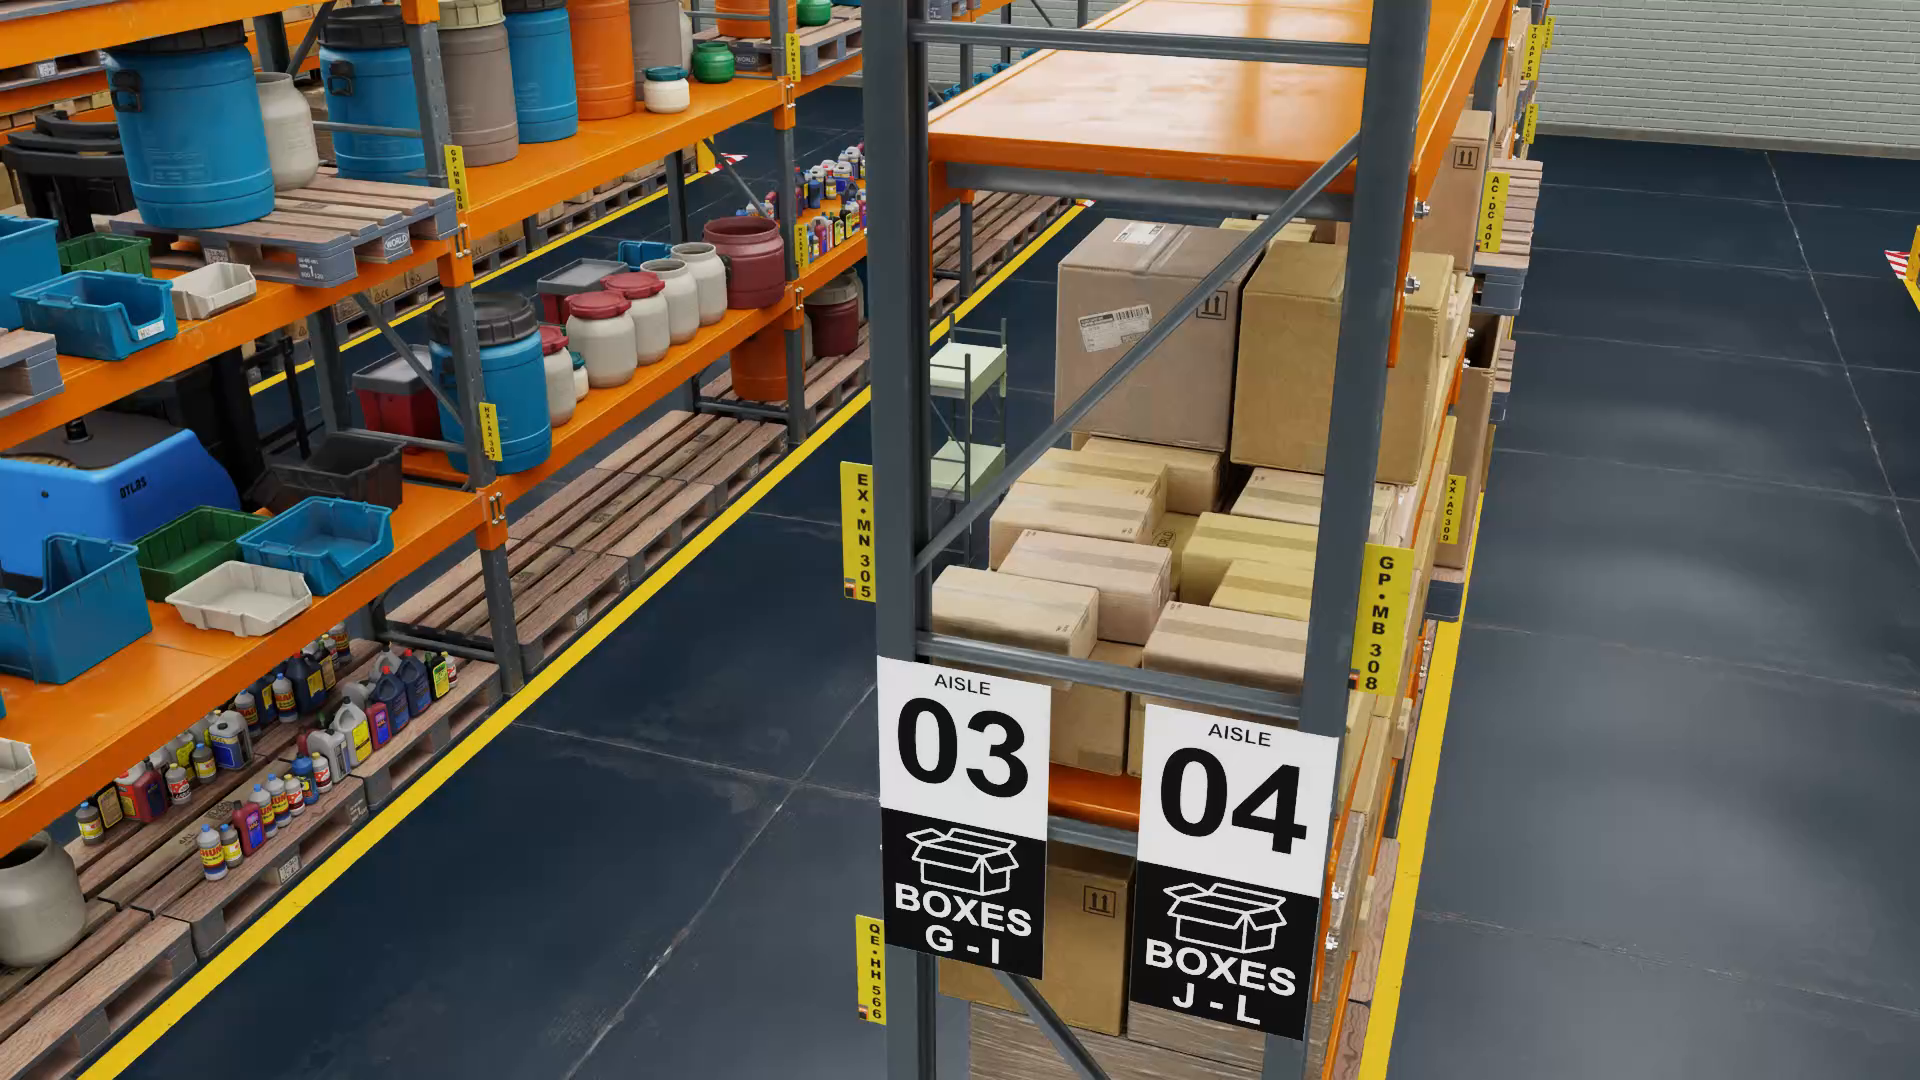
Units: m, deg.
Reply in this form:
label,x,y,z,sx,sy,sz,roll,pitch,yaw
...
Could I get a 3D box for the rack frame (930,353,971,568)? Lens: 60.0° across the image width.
label,x,y,z,sx,sy,sz,roll,pitch,yaw
rack frame,-0.124,-0.522,10.830,0.400,1.500,0.023,9,27,17

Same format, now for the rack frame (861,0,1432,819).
label,x,y,z,sx,sy,sz,roll,pitch,yaw
rack frame,0.309,-0.876,2.958,1.000,3.000,0.127,9,27,17

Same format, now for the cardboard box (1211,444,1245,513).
label,x,y,z,sx,sy,sz,roll,pitch,yaw
cardboard box,0.572,-0.109,4.986,0.500,0.250,0.500,9,27,19

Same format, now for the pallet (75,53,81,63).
label,x,y,z,sx,sy,sz,roll,pitch,yaw
pallet,-6.511,-3.875,12.810,1.213,0.211,1.003,10,28,20

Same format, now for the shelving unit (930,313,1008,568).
label,x,y,z,sx,sy,sz,roll,pitch,yaw
shelving unit,-0.002,-0.672,11.141,0.431,1.500,0.755,9,27,17

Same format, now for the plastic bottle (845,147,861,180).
label,x,y,z,sx,sy,sz,roll,pitch,yaw
plastic bottle,-1.003,-3.485,15.371,0.152,0.276,0.135,9,27,17

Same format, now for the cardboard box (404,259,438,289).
label,x,y,z,sx,sy,sz,roll,pitch,yaw
cardboard box,-5.439,-2.757,16.090,0.500,0.500,0.500,8,27,16

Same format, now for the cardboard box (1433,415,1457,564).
label,x,y,z,sx,sy,sz,roll,pitch,yaw
cardboard box,1.750,-0.224,6.891,0.500,0.500,0.500,9,27,17

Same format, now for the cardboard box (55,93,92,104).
label,x,y,z,sx,sy,sz,roll,pitch,yaw
cardboard box,-9.787,-5.013,17.907,0.500,0.500,0.500,9,27,18

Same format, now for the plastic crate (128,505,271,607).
label,x,y,z,sx,sy,sz,roll,pitch,yaw
plastic crate,-3.748,0.074,8.122,0.450,0.188,0.662,9,27,17

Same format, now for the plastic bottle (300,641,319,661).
label,x,y,z,sx,sy,sz,roll,pitch,yaw
plastic bottle,-3.632,0.694,9.219,0.152,0.276,0.135,10,27,19

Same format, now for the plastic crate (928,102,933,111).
label,x,y,z,sx,sy,sz,roll,pitch,yaw
plastic crate,-0.534,-4.087,16.422,0.392,0.384,0.575,9,27,17

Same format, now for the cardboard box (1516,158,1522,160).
label,x,y,z,sx,sy,sz,roll,pitch,yaw
cardboard box,4.404,-2.921,13.950,0.500,0.500,0.500,9,27,18

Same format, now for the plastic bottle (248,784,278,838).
label,x,y,z,sx,sy,sz,roll,pitch,yaw
plastic bottle,-3.350,1.295,7.984,0.097,0.271,0.097,0,26,0

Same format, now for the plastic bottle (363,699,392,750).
label,x,y,z,sx,sy,sz,roll,pitch,yaw
plastic bottle,-3.052,0.944,8.693,0.061,0.283,0.133,11,28,21

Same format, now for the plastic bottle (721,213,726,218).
label,x,y,z,sx,sy,sz,roll,pitch,yaw
plastic bottle,-1.890,-2.453,13.231,0.061,0.283,0.133,9,27,17

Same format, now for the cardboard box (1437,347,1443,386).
label,x,y,z,sx,sy,sz,roll,pitch,yaw
cardboard box,1.371,-0.564,5.470,0.380,0.149,0.250,10,28,20

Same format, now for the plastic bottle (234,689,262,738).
label,x,y,z,sx,sy,sz,roll,pitch,yaw
plastic bottle,-3.767,0.907,8.785,0.097,0.271,0.097,0,26,0

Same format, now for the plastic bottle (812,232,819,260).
label,x,y,z,sx,sy,sz,roll,pitch,yaw
plastic bottle,-1.154,-2.307,13.025,0.097,0.201,0.097,0,26,0

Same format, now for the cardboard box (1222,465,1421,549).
label,x,y,z,sx,sy,sz,roll,pitch,yaw
cardboard box,1.048,-0.035,4.834,0.500,0.250,0.500,9,27,17

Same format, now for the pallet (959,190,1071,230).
label,x,y,z,sx,sy,sz,roll,pitch,yaw
pallet,0.652,-3.881,19.248,1.003,0.211,1.213,9,27,17

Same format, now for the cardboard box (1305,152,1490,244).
label,x,y,z,sx,sy,sz,roll,pitch,yaw
cardboard box,1.890,-1.584,7.262,0.797,0.503,0.637,7,27,15

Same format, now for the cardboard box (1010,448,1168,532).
label,x,y,z,sx,sy,sz,roll,pitch,yaw
cardboard box,0.353,-0.123,4.557,0.380,0.149,0.250,9,27,18

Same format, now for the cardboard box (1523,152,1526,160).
label,x,y,z,sx,sy,sz,roll,pitch,yaw
cardboard box,5.145,-3.601,15.757,0.380,0.149,0.250,9,27,18

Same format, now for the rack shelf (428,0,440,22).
label,x,y,z,sx,sy,sz,roll,pitch,yaw
rack shelf,-2.365,-3.557,9.778,1.077,0.370,4.000,9,27,17

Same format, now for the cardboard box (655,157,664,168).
label,x,y,z,sx,sy,sz,roll,pitch,yaw
cardboard box,-3.875,-4.700,20.485,0.380,0.166,0.250,9,27,17

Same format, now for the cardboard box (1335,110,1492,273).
label,x,y,z,sx,sy,sz,roll,pitch,yaw
cardboard box,1.731,-1.352,6.352,0.500,0.500,0.500,8,27,16

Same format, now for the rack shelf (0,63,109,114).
label,x,y,z,sx,sy,sz,roll,pitch,yaw
rack shelf,-7.035,-3.106,11.831,1.077,0.370,4.000,9,27,17

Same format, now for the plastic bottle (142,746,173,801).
label,x,y,z,sx,sy,sz,roll,pitch,yaw
plastic bottle,-4.008,1.158,8.260,0.152,0.276,0.135,8,27,16

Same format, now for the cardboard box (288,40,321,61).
label,x,y,z,sx,sy,sz,roll,pitch,yaw
cardboard box,-8.771,-6.530,21.174,0.980,0.700,0.700,9,27,17

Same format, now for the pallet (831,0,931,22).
label,x,y,z,sx,sy,sz,roll,pitch,yaw
pallet,-0.912,-4.288,13.663,1.003,0.211,1.213,9,27,17

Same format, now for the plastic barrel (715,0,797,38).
label,x,y,z,sx,sy,sz,roll,pitch,yaw
plastic barrel,-1.508,-4.147,12.181,0.600,0.830,0.708,9,27,17

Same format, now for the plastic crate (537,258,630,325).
label,x,y,z,sx,sy,sz,roll,pitch,yaw
plastic crate,-2.526,-1.591,11.245,0.402,0.464,0.583,9,27,17

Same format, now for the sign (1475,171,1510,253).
label,x,y,z,sx,sy,sz,roll,pitch,yaw
sign,2.155,-1.327,6.738,0.100,0.325,0.005,9,27,17

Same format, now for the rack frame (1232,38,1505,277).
label,x,y,z,sx,sy,sz,roll,pitch,yaw
rack frame,1.640,-2.520,6.353,1.000,3.000,0.127,9,27,17

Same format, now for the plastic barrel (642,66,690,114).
label,x,y,z,sx,sy,sz,roll,pitch,yaw
plastic barrel,-1.902,-2.914,10.766,0.301,0.262,0.301,0,26,0

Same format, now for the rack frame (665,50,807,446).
label,x,y,z,sx,sy,sz,roll,pitch,yaw
rack frame,-1.699,-2.182,12.539,1.000,3.000,0.127,9,27,17

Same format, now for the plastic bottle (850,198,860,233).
label,x,y,z,sx,sy,sz,roll,pitch,yaw
plastic bottle,-0.879,-2.679,13.712,0.097,0.271,0.097,0,26,0

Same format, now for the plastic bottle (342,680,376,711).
label,x,y,z,sx,sy,sz,roll,pitch,yaw
plastic bottle,-3.185,0.864,8.868,0.152,0.276,0.135,9,27,17

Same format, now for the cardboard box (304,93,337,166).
label,x,y,z,sx,sy,sz,roll,pitch,yaw
cardboard box,-5.781,-3.759,15.199,0.700,0.500,0.500,14,29,27

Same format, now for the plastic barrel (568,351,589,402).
label,x,y,z,sx,sy,sz,roll,pitch,yaw
plastic barrel,-2.445,-0.998,10.251,0.301,0.262,0.301,0,26,0

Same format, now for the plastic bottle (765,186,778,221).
label,x,y,z,sx,sy,sz,roll,pitch,yaw
plastic bottle,-1.587,-2.827,14.005,0.061,0.283,0.133,9,27,17

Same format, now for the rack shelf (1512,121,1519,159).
label,x,y,z,sx,sy,sz,roll,pitch,yaw
rack shelf,3.637,-3.312,12.256,1.077,0.370,4.000,9,27,17

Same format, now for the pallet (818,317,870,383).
label,x,y,z,sx,sy,sz,roll,pitch,yaw
pallet,-1.069,-1.757,14.860,1.003,0.211,1.213,9,27,17

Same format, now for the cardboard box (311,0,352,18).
label,x,y,z,sx,sy,sz,roll,pitch,yaw
cardboard box,-5.913,-4.905,14.604,0.910,0.500,0.500,9,27,17

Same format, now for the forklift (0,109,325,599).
label,x,y,z,sx,sy,sz,roll,pitch,yaw
forklift,-5.088,-1.411,11.024,1.130,2.935,3.031,8,27,16

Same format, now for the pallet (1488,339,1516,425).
label,x,y,z,sx,sy,sz,roll,pitch,yaw
pallet,2.835,-1.069,10.460,1.213,0.211,1.003,9,27,17

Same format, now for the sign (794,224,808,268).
label,x,y,z,sx,sy,sz,roll,pitch,yaw
sign,-1.178,-2.179,12.344,0.100,0.325,0.005,9,27,17

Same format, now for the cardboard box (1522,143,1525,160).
label,x,y,z,sx,sy,sz,roll,pitch,yaw
cardboard box,4.876,-3.533,15.159,0.500,0.250,0.500,9,27,17

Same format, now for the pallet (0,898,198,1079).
label,x,y,z,sx,sy,sz,roll,pitch,yaw
pallet,-4.105,1.989,7.123,1.003,0.211,1.213,9,27,17

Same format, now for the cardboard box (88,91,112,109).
label,x,y,z,sx,sy,sz,roll,pitch,yaw
cardboard box,-9.618,-4.871,18.358,0.380,0.149,0.250,9,27,18

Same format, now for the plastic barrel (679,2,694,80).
label,x,y,z,sx,sy,sz,roll,pitch,yaw
plastic barrel,-2.092,-3.499,11.689,0.421,0.512,0.421,0,26,0

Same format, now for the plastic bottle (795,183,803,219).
label,x,y,z,sx,sy,sz,roll,pitch,yaw
plastic bottle,-1.389,-2.883,14.119,0.061,0.283,0.133,9,27,17
